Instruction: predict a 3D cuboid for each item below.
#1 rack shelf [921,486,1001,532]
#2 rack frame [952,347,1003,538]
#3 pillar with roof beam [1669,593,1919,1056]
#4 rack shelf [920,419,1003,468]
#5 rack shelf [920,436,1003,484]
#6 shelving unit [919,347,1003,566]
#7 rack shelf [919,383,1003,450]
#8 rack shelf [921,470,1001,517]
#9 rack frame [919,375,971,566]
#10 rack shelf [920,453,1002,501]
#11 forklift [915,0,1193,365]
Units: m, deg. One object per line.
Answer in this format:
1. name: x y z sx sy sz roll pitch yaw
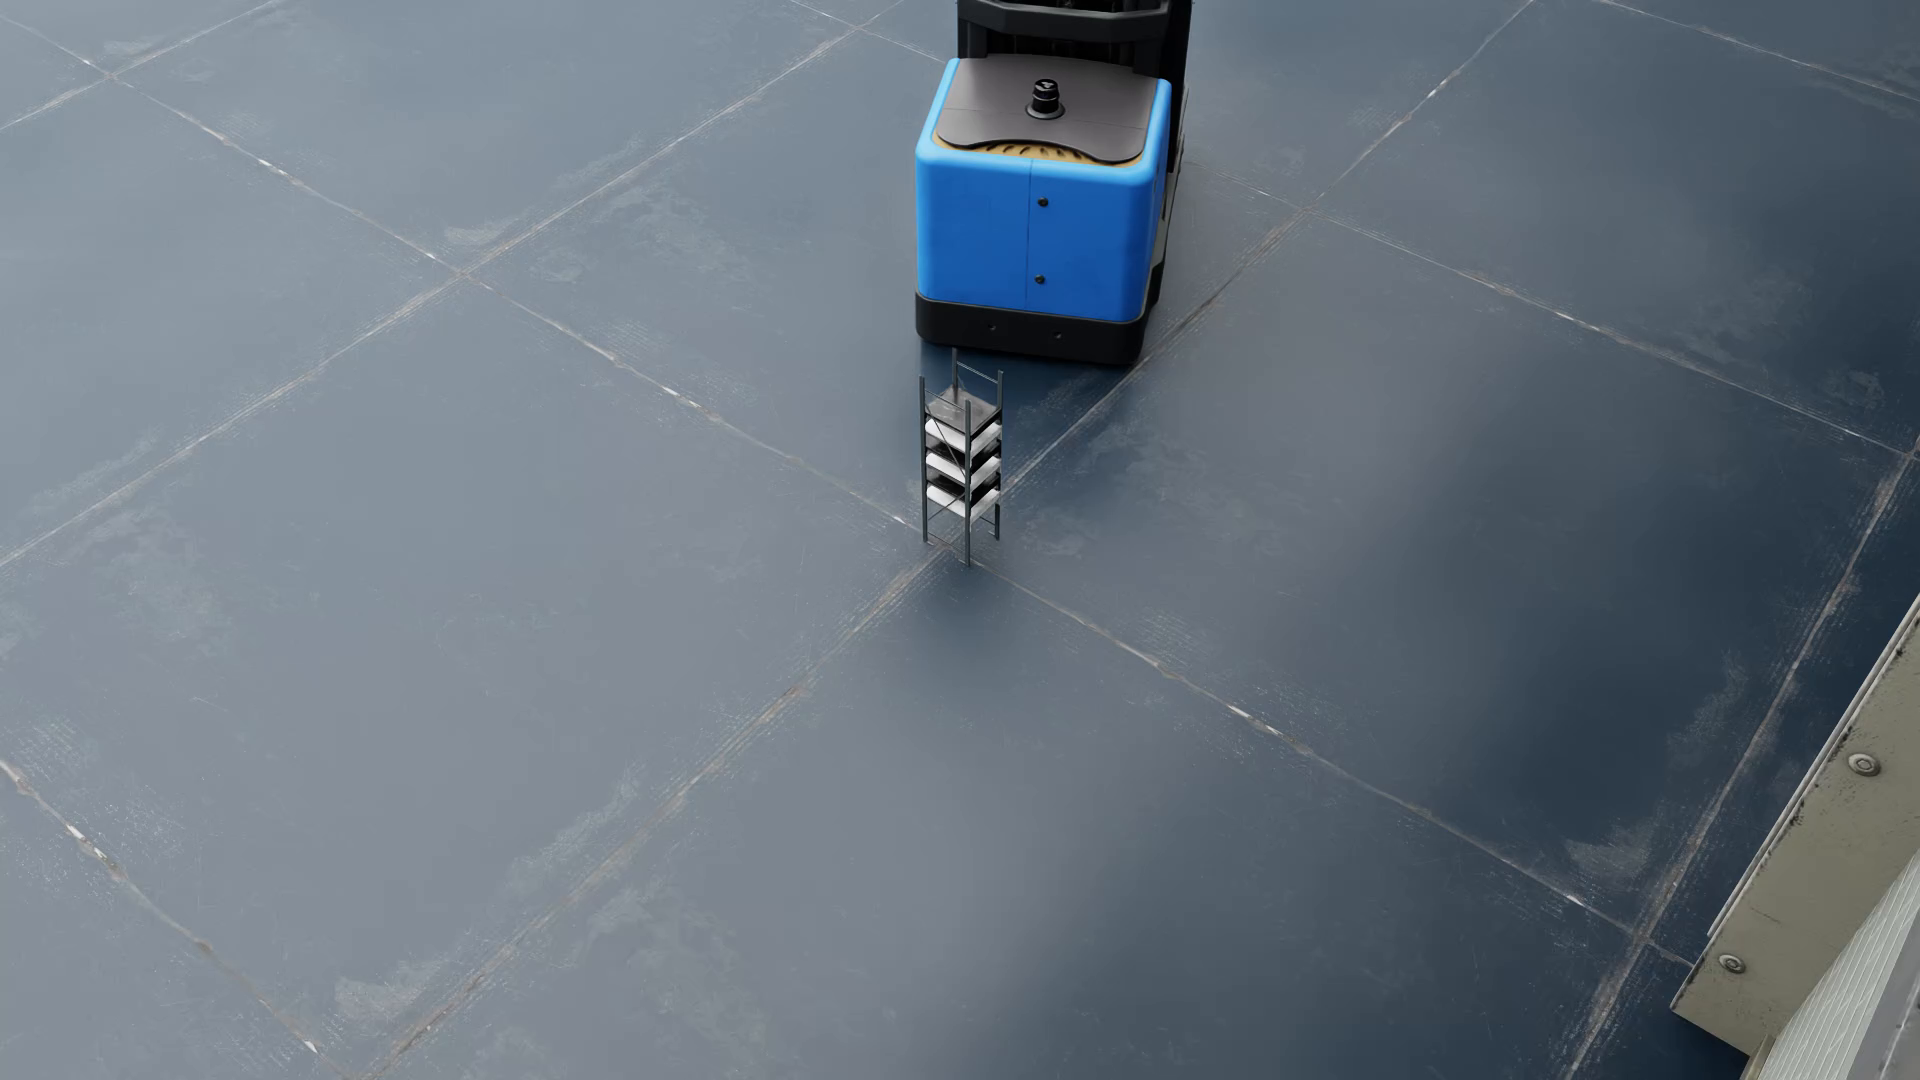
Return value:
1. rack shelf: 0.005 -0.168 6.748 0.258 0.077 0.200 29 53 25
2. rack frame: 0.067 -0.374 6.649 0.240 0.900 0.006 29 53 25
3. pillar with roof beam: -0.841 -3.522 4.055 9.100 9.000 0.400 29 53 25
4. rack shelf: 0.005 -0.417 6.488 0.258 0.077 0.200 29 53 25
5. rack shelf: 0.005 -0.355 6.553 0.258 0.077 0.200 29 53 25
6. shelving unit: 0.005 -0.315 6.594 0.258 0.900 0.210 29 53 25
7. rack shelf: 0.005 -0.479 6.423 0.258 0.077 0.200 29 53 25
8. rack shelf: 0.005 -0.230 6.683 0.258 0.077 0.200 29 53 25
9. rack frame: -0.057 -0.257 6.538 0.240 0.900 0.006 29 53 25
10. rack shelf: 0.005 -0.292 6.618 0.258 0.077 0.200 29 53 25
11. forklift: 0.578 -2.893 7.651 1.130 2.935 3.031 8 47 7
